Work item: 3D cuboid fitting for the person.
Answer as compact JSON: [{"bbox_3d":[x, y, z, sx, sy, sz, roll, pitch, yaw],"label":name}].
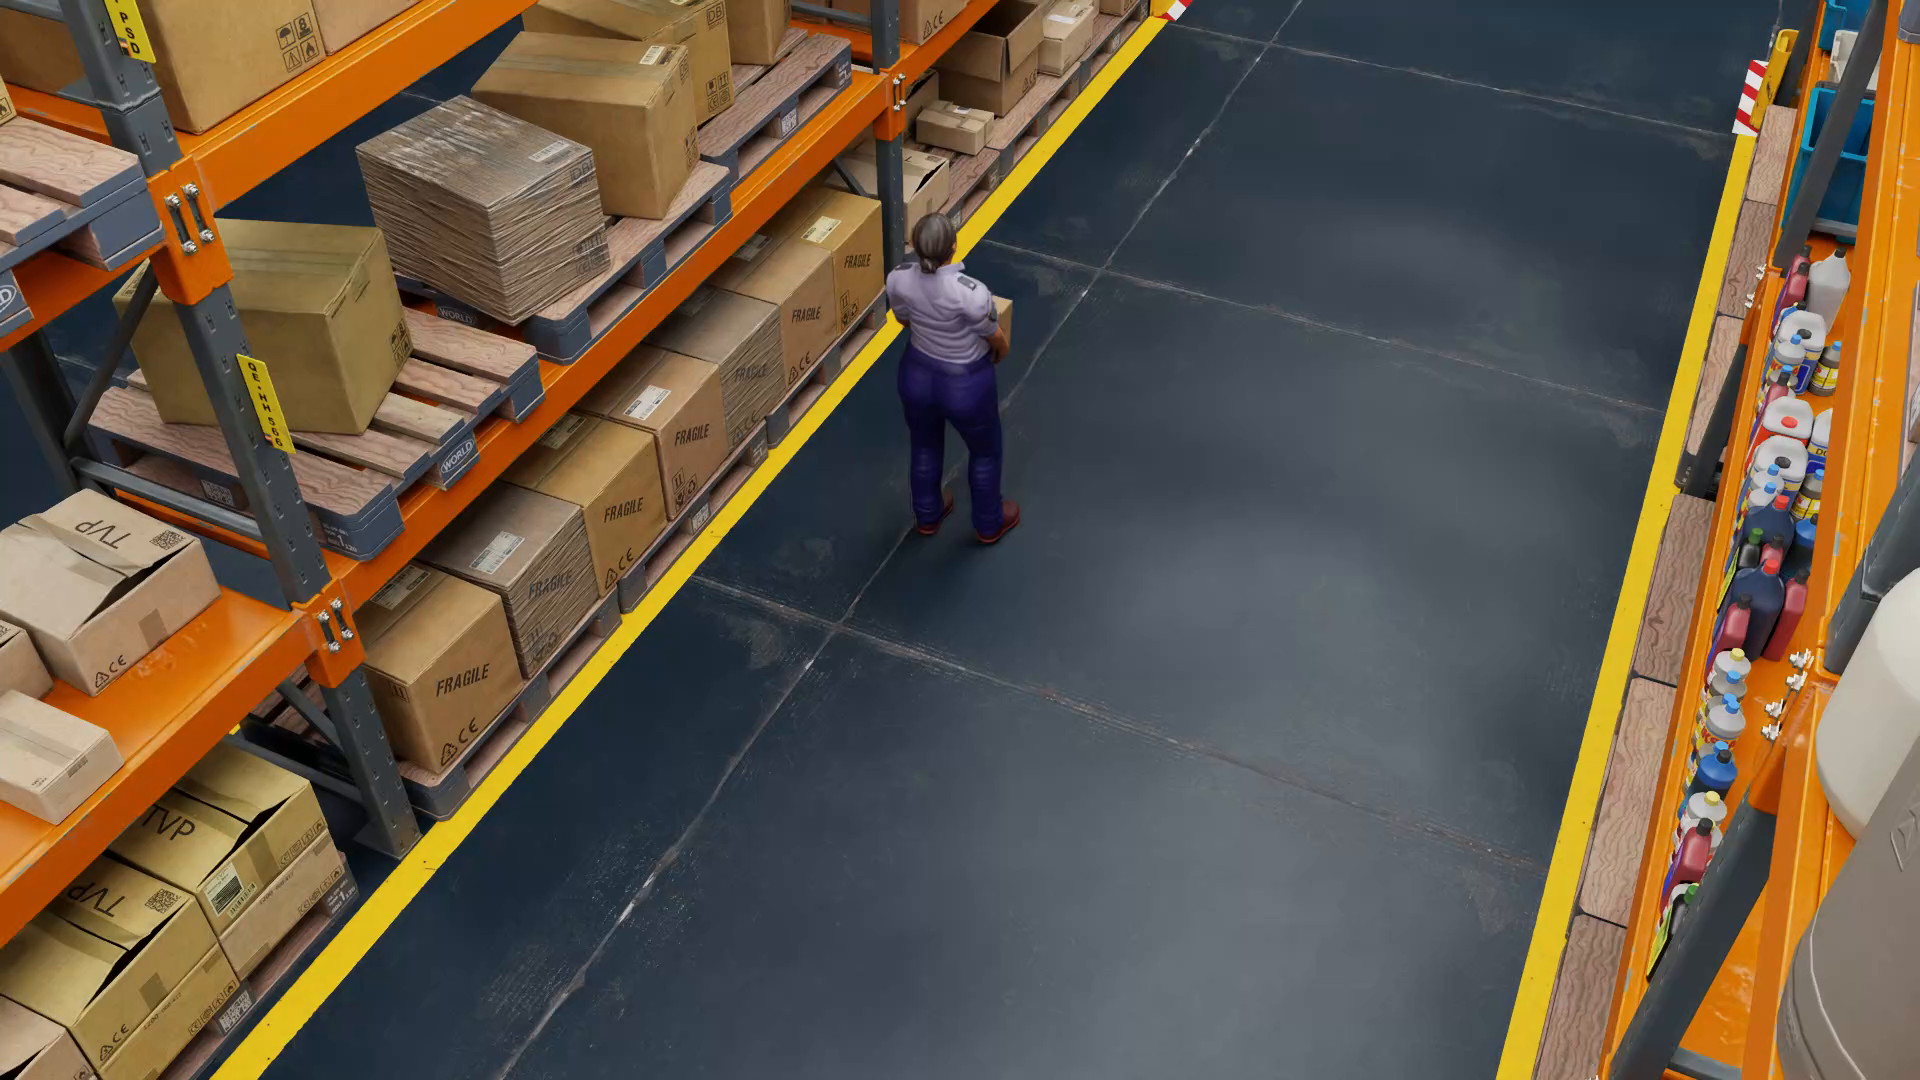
[{"bbox_3d":[-0.016,-0.685,6.930,0.507,1.641,0.486,17,45,18],"label":"person"}]
